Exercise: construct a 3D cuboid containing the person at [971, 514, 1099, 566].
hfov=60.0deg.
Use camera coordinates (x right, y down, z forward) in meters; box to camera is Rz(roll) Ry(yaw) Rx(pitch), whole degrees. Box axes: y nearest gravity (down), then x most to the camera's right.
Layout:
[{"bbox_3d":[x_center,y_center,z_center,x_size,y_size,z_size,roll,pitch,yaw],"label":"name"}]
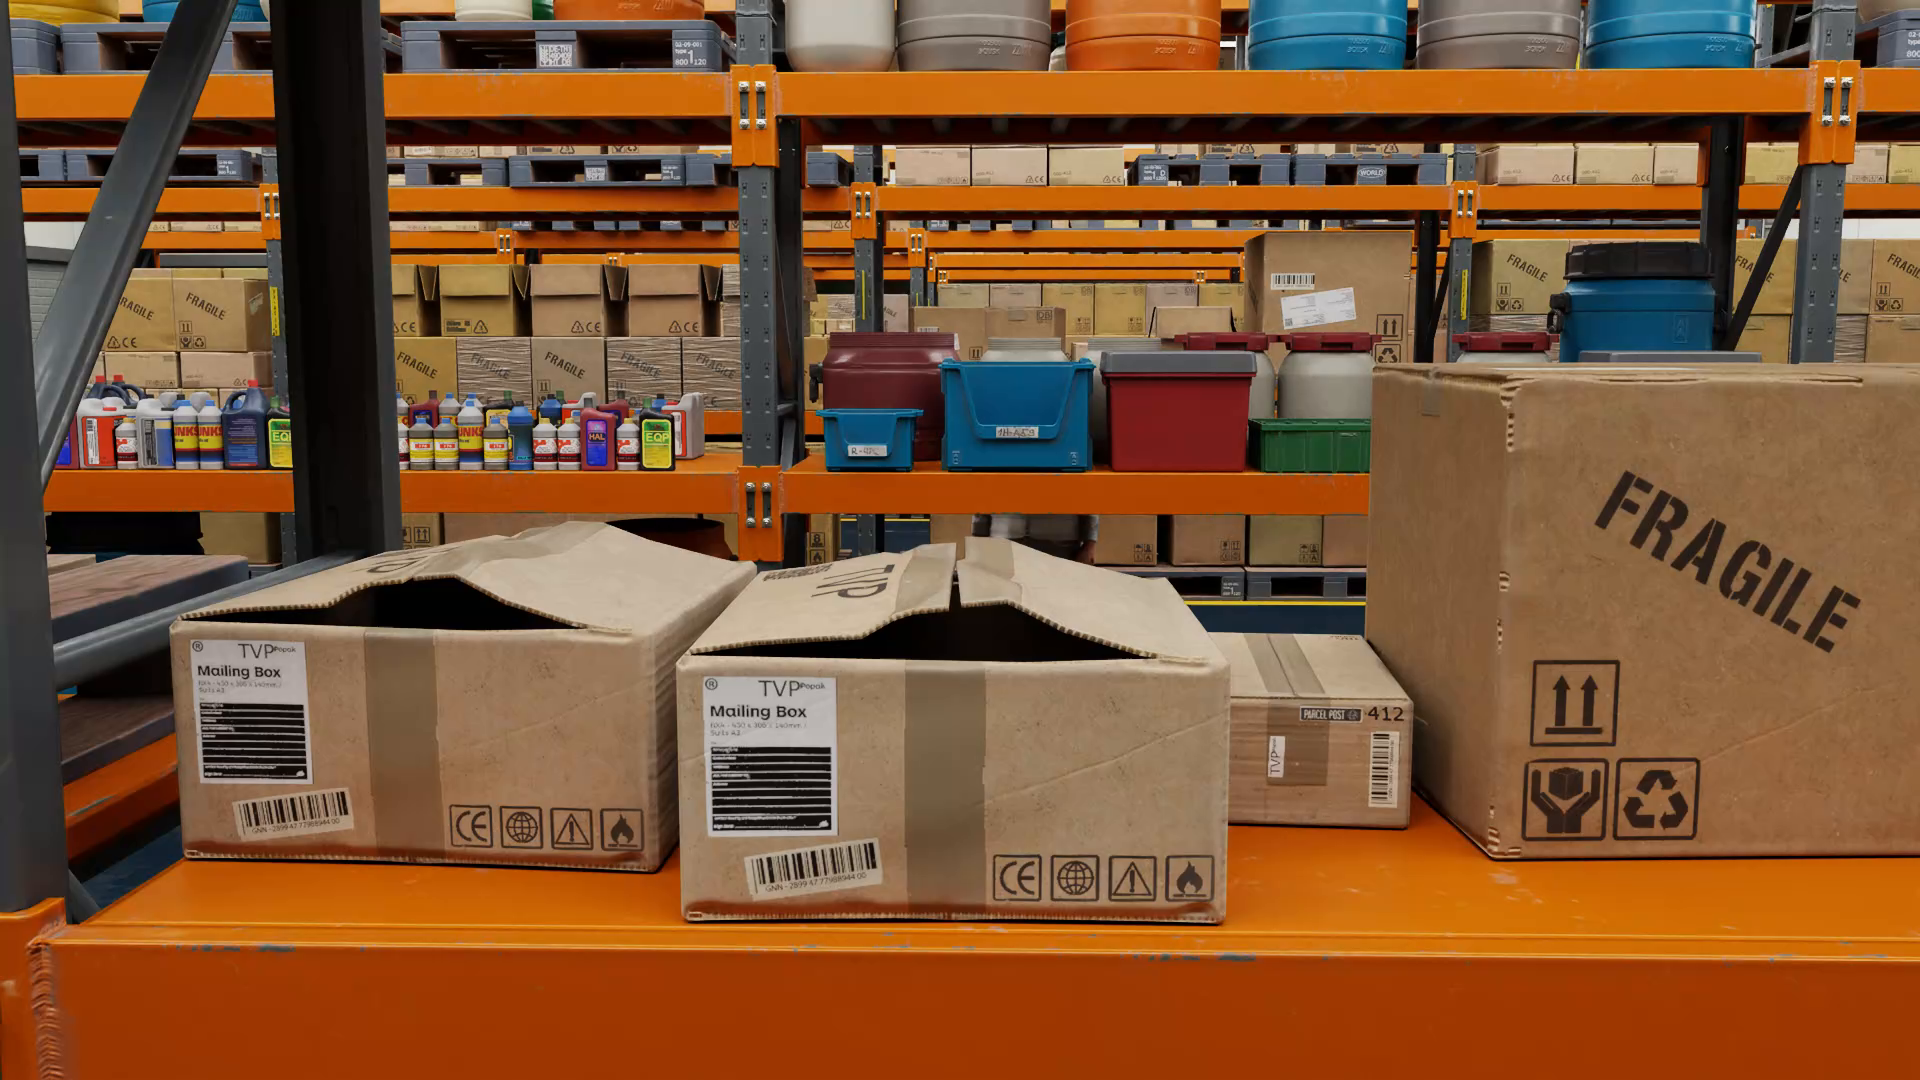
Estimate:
[{"bbox_3d":[0.334,0.020,7.503,0.585,1.770,0.463,2,7,15],"label":"person"}]
